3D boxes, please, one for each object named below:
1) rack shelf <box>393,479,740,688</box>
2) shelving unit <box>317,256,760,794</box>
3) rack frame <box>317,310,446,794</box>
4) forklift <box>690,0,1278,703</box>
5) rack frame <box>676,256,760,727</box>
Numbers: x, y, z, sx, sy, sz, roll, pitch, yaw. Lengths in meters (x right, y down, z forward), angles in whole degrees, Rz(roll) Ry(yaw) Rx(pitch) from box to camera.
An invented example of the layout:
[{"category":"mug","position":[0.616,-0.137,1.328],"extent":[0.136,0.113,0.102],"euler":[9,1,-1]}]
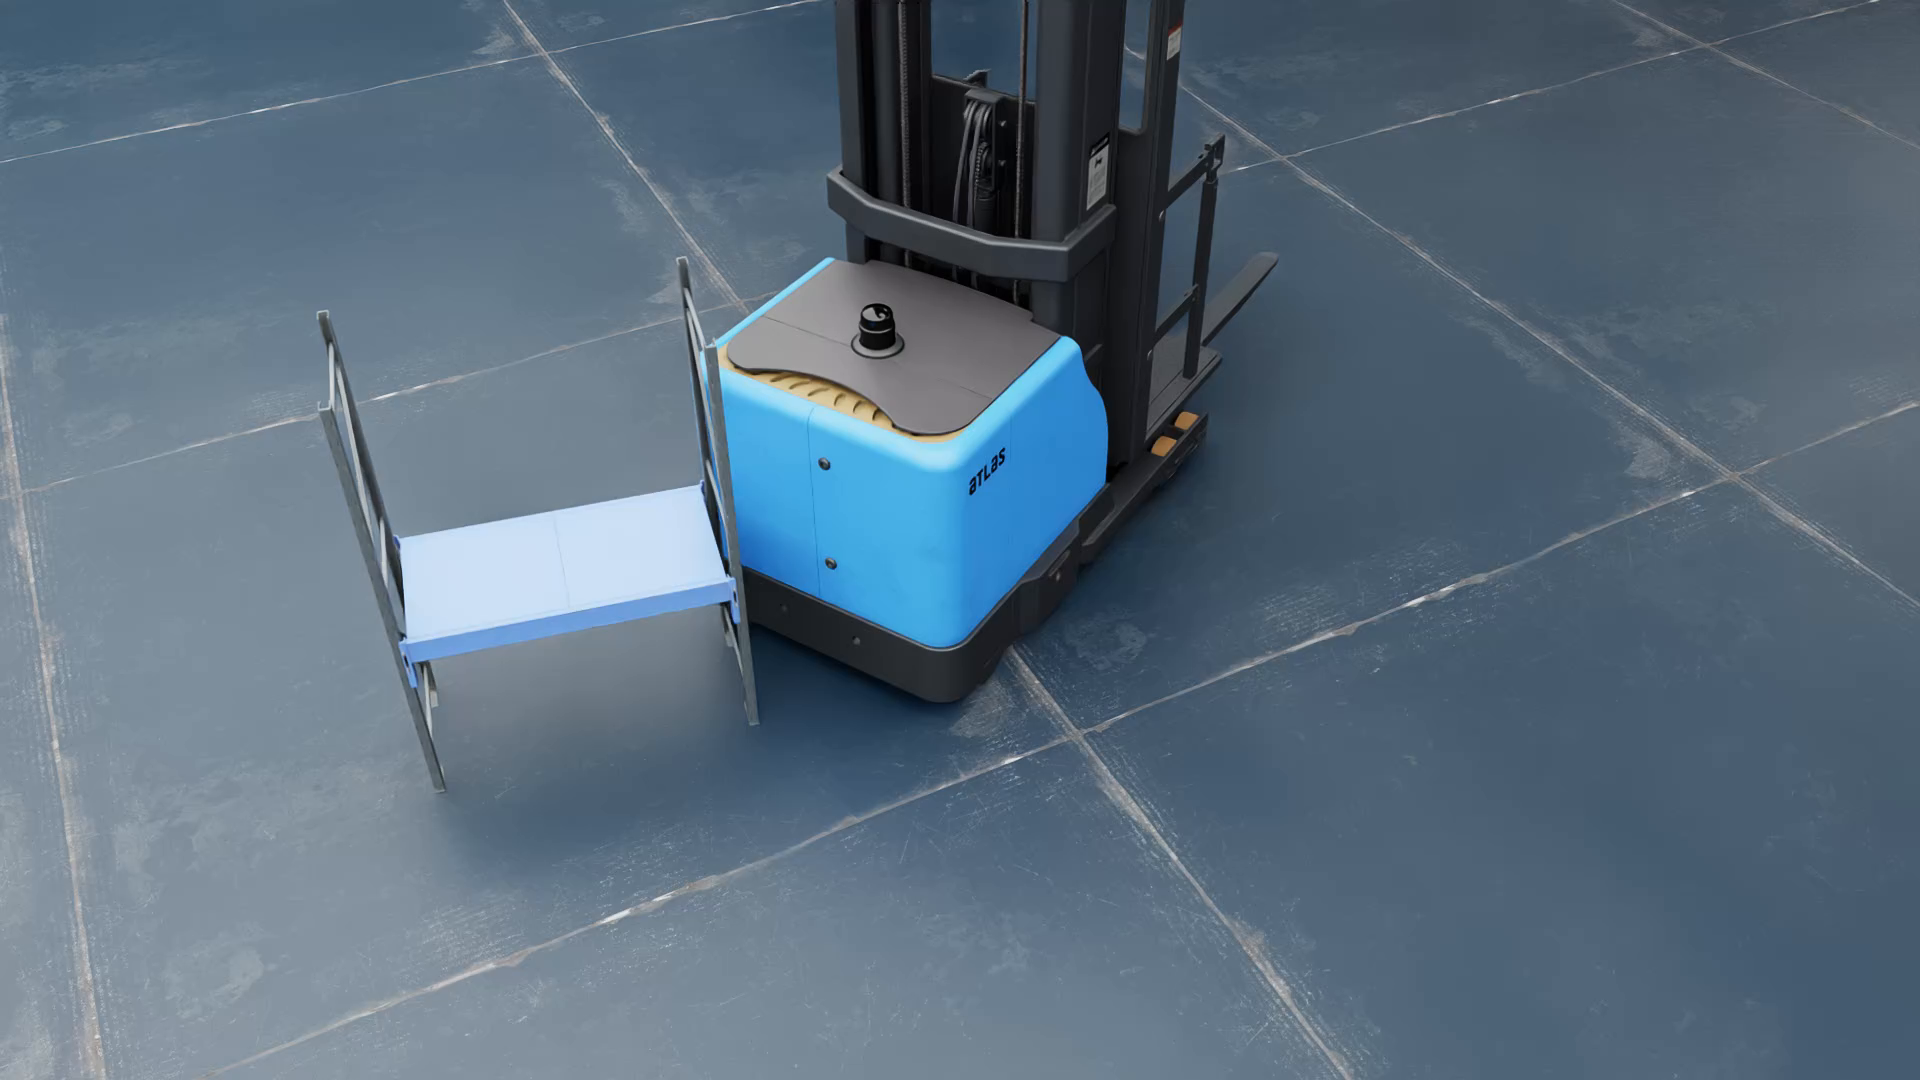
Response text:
[{"category":"rack shelf","position":[-1.240,0.122,5.223],"extent":[1.000,0.185,0.538],"euler":[-11,41,-13]},{"category":"shelving unit","position":[-1.240,-0.015,5.107],"extent":[1.048,1.500,0.538],"euler":[-11,41,-13]},{"category":"rack frame","position":[-1.726,0.080,4.995],"extent":[0.032,1.500,0.500],"euler":[-11,41,-13]},{"category":"forklift","position":[0.332,-1.507,5.762],"extent":[1.130,2.935,3.031],"euler":[22,45,24]},{"category":"rack frame","position":[-0.753,-0.110,5.219],"extent":[0.032,1.500,0.500],"euler":[-11,41,-13]}]
